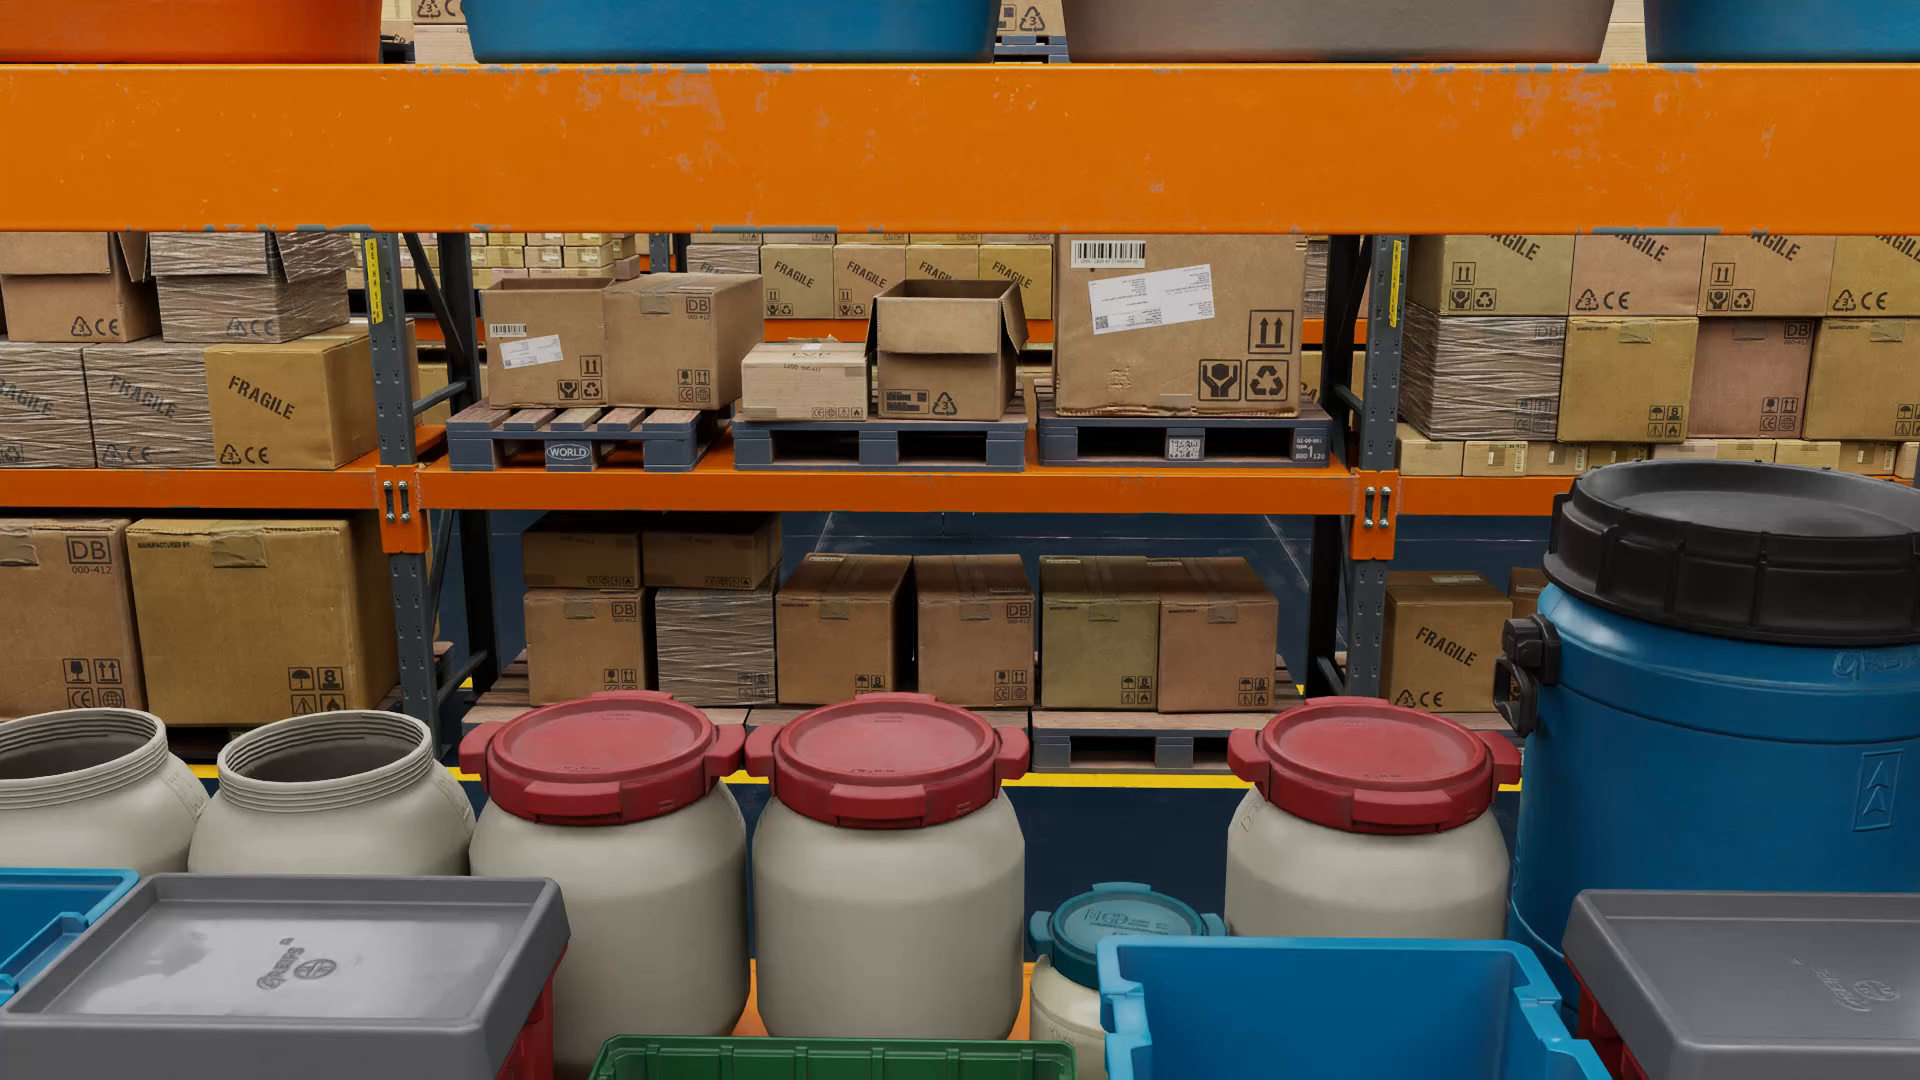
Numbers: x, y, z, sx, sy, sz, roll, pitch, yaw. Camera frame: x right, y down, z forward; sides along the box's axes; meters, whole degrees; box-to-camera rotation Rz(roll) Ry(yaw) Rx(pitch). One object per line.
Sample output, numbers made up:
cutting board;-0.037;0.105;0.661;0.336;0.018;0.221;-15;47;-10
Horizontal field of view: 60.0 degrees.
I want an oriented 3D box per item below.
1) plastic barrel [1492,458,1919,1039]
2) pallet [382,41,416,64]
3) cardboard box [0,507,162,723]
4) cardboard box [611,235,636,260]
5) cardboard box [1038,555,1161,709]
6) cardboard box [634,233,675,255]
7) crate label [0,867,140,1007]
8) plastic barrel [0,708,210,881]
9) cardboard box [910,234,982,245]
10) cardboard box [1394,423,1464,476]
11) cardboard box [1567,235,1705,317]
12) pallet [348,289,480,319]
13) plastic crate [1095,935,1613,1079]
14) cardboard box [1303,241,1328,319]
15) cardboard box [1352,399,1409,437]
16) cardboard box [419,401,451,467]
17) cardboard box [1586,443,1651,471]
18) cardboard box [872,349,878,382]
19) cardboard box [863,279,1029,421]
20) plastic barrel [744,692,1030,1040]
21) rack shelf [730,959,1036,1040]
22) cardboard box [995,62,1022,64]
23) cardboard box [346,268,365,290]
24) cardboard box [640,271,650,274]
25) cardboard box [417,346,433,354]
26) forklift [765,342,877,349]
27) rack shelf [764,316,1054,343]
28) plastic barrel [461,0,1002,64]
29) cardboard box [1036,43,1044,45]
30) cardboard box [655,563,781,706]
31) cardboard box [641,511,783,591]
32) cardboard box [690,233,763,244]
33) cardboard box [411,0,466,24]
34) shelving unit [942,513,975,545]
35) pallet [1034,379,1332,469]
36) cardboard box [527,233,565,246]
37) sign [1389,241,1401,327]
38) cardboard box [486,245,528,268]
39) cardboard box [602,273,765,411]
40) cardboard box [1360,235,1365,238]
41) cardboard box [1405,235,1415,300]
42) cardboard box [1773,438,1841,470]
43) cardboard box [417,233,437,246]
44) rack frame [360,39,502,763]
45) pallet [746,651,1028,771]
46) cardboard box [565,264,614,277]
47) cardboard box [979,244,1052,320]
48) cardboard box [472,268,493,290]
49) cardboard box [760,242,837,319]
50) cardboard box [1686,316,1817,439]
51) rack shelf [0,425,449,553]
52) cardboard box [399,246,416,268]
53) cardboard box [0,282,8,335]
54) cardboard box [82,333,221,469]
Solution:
plastic barrel;1.195;0.365;2.594;0.708;0.901;0.600;0;15;1
pallet;-2.944;-1.952;6.848;1.003;0.211;1.213;1;15;4
cardboard box;-3.879;0.205;7.526;0.875;0.875;1.225;0;15;2
cardboard box;-2.549;-2.146;12.180;0.250;0.149;0.380;1;15;4
cardboard box;0.610;0.403;7.472;0.500;0.500;0.700;0;15;1
cardboard box;-3.069;-2.993;16.599;0.500;0.250;0.500;1;15;2
crate label;-1.439;0.719;2.164;0.616;0.435;0.502;0;15;1
plastic barrel;-1.391;0.559;2.621;0.421;0.512;0.421;0;15;0
cardboard box;-0.093;-2.384;11.838;0.500;0.500;0.700;0;15;1
cardboard box;1.907;-0.376;6.879;0.250;0.149;0.380;0;15;1
cardboard box;2.643;-1.181;6.697;0.500;0.500;0.500;0;15;1
pallet;-4.051;-1.776;12.067;1.213;0.211;1.003;0;15;1
plastic crate;0.463;0.767;2.084;0.575;0.384;0.392;0;15;1
cardboard box;2.297;-1.913;11.918;0.550;0.550;0.875;0;15;1
cardboard box;1.922;-0.528;7.454;0.250;0.149;0.380;0;15;1
cardboard box;-3.784;-0.802;12.076;0.500;0.500;0.500;0;15;-1
cardboard box;2.658;-0.378;6.884;0.250;0.149;0.380;0;15;1
cardboard box;-0.590;-0.950;12.147;0.750;0.750;1.050;1;15;2
cardboard box;-0.035;-0.817;7.030;0.637;0.503;0.797;2;15;7
plastic barrel;-0.111;0.554;2.592;0.433;0.535;0.433;0;15;0
rack shelf;-0.426;1.022;2.497;4.000;0.370;1.077;0;15;1
cardboard box;0.350;-4.659;16.210;0.500;0.250;0.500;1;15;2
cardboard box;-4.130;-1.844;11.620;0.250;0.149;0.380;0;15;-1
cardboard box;-3.626;-2.338;17.162;0.875;0.875;0.875;1;15;2
cardboard box;-4.276;-1.302;12.503;0.500;0.250;0.500;0;15;-1
forklift;-0.300;-2.511;14.612;3.031;2.935;1.130;-1;15;-4
rack shelf;-0.072;-1.505;12.076;4.000;0.370;1.077;0;15;1
plastic barrel;-0.248;-0.962;1.744;0.708;0.901;0.600;0;15;1
cardboard box;0.688;-3.421;11.323;0.500;0.250;0.500;0;15;1
cardboard box;-1.074;0.394;7.506;0.500;0.500;0.700;-1;15;-3
cardboard box;-1.098;0.029;7.418;0.500;0.250;0.500;2;15;8
cardboard box;-1.622;-2.393;11.873;0.500;0.500;0.700;0;15;1
cardboard box;-1.835;-2.274;6.522;0.500;0.500;0.500;1;15;2
shelving unit;-0.008;-0.435;10.725;0.210;0.900;0.258;0;15;1
pallet;0.940;-0.525;7.327;1.213;0.211;1.003;0;15;1
cardboard box;-2.824;-2.124;11.514;0.250;0.149;0.380;0;15;1
sign;1.689;-0.994;6.459;0.005;0.325;0.100;0;15;1
cardboard box;-3.106;-1.981;11.555;0.250;0.149;0.380;1;15;3
cardboard box;-1.197;-0.882;7.284;0.500;0.500;0.700;3;15;10
cardboard box;2.848;-2.450;11.834;0.550;0.550;0.875;0;15;1
cardboard box;2.157;-1.319;7.220;0.500;0.500;0.500;0;15;1
cardboard box;3.407;-0.370;6.855;0.250;0.149;0.380;0;15;1
cardboard box;-3.593;-2.130;11.535;0.250;0.149;0.380;0;15;1
rack frame;-2.299;-0.602;7.242;0.127;3.000;1.000;0;15;1
pallet;-0.301;0.760;7.544;1.213;0.211;1.003;0;15;1
cardboard box;-2.576;-1.834;11.580;0.250;0.149;0.380;1;15;2
cardboard box;0.389;-1.830;11.701;0.500;0.500;0.500;1;15;2
cardboard box;-3.330;-1.840;11.603;0.250;0.149;0.380;0;15;1
cardboard box;-1.121;-1.840;11.739;0.500;0.500;0.500;0;15;1
cardboard box;3.150;-0.760;7.060;0.500;0.500;0.875;0;15;1
rack shelf;-4.298;-0.267;7.383;4.000;0.370;1.077;0;15;1
cardboard box;-3.866;-1.987;11.576;0.250;0.149;0.380;1;15;3
cardboard box;-4.351;-1.152;7.164;0.637;0.503;0.797;1;15;3
cardboard box;-3.297;-0.595;7.020;0.500;0.500;0.500;0;15;1
